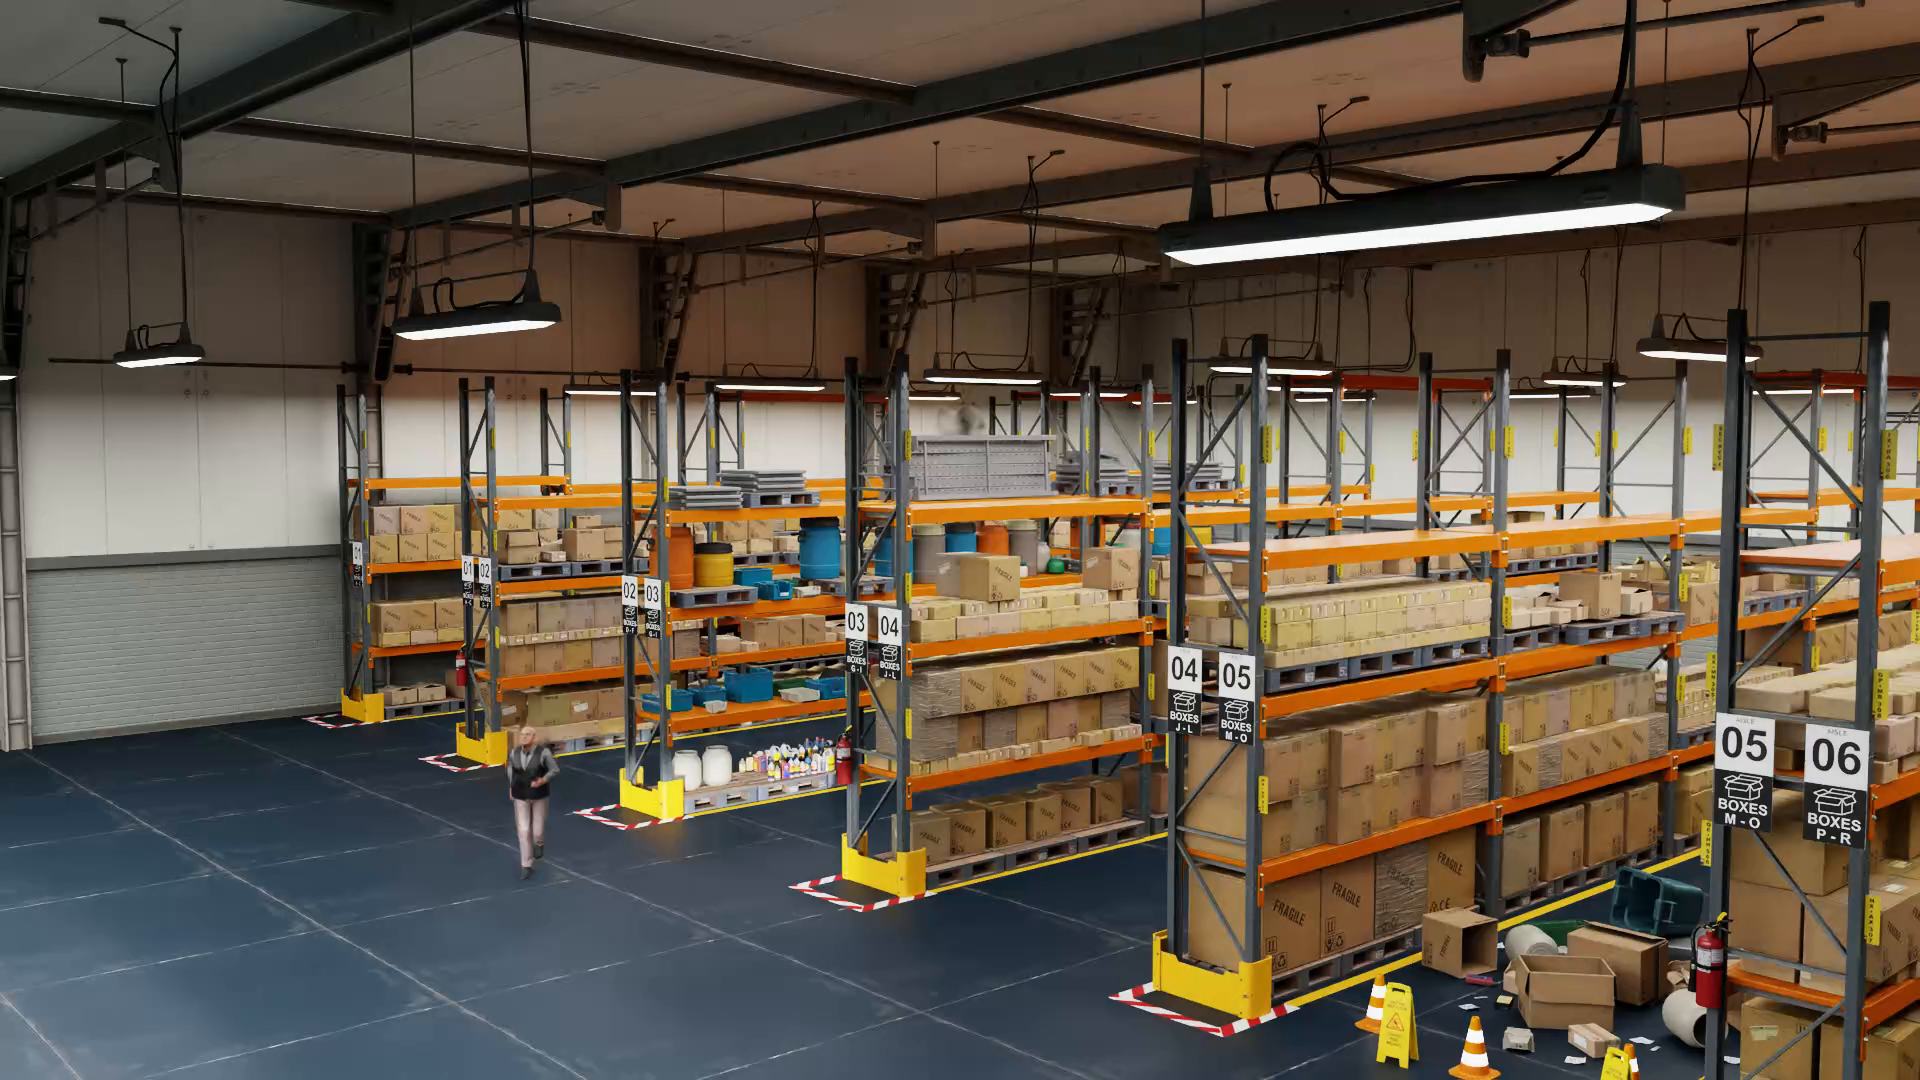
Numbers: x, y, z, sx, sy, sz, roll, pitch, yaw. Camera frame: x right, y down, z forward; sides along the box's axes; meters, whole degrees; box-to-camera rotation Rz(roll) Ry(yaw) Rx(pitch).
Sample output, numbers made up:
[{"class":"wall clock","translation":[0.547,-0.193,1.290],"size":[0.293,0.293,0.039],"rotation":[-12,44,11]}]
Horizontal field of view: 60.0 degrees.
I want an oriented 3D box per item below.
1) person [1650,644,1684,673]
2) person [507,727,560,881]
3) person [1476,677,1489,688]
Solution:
[{"class":"person","translation":[11.927,2.512,27.981],"size":[0.649,1.624,0.533],"rotation":[2,4,24]},{"class":"person","translation":[-5.004,3.035,19.457],"size":[0.653,1.719,0.822],"rotation":[0,4,-2]},{"class":"person","translation":[7.440,2.741,23.747],"size":[0.675,1.733,0.571],"rotation":[3,5,38]}]
